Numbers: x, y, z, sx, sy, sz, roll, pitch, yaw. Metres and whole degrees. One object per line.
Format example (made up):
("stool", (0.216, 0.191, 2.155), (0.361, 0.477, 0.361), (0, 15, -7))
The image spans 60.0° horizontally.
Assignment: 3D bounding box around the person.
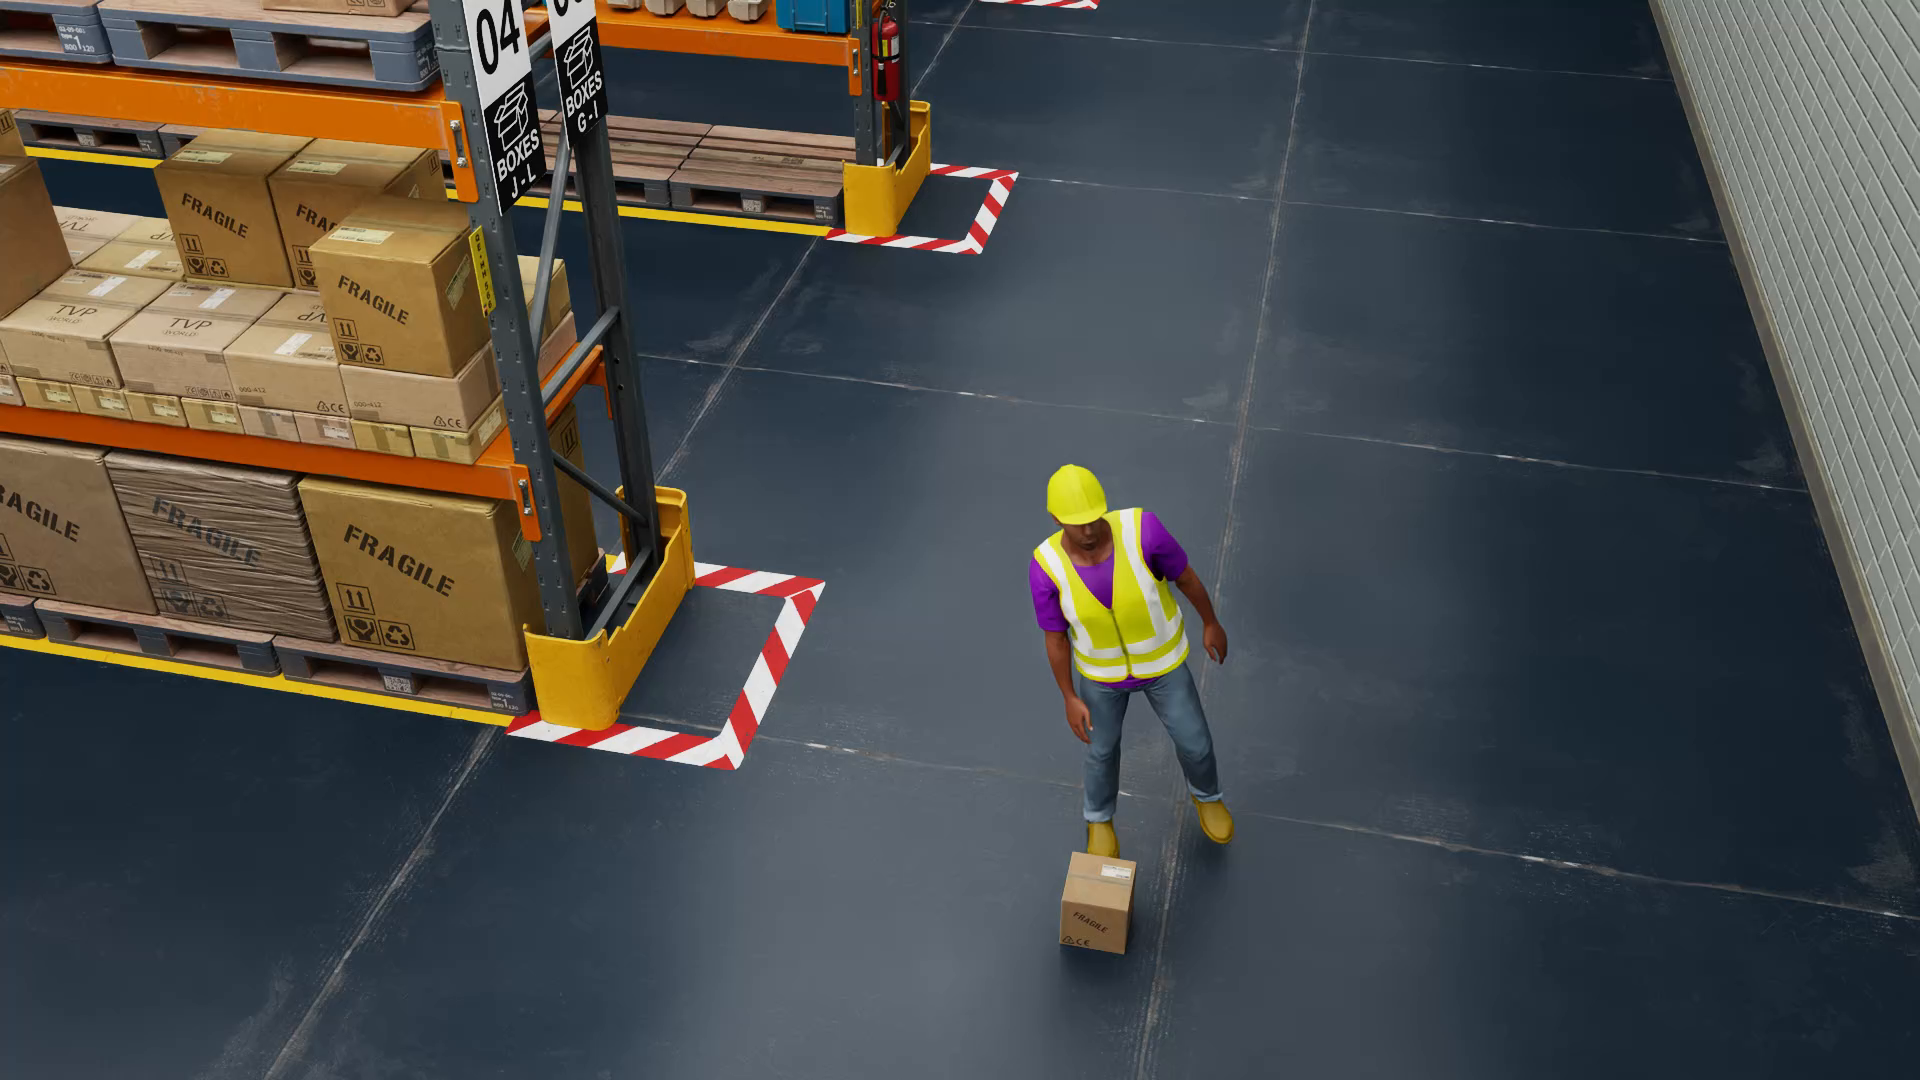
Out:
("person", (0.673, 0.511, 6.244), (0.858, 1.761, 0.433), (5, 37, 6))
